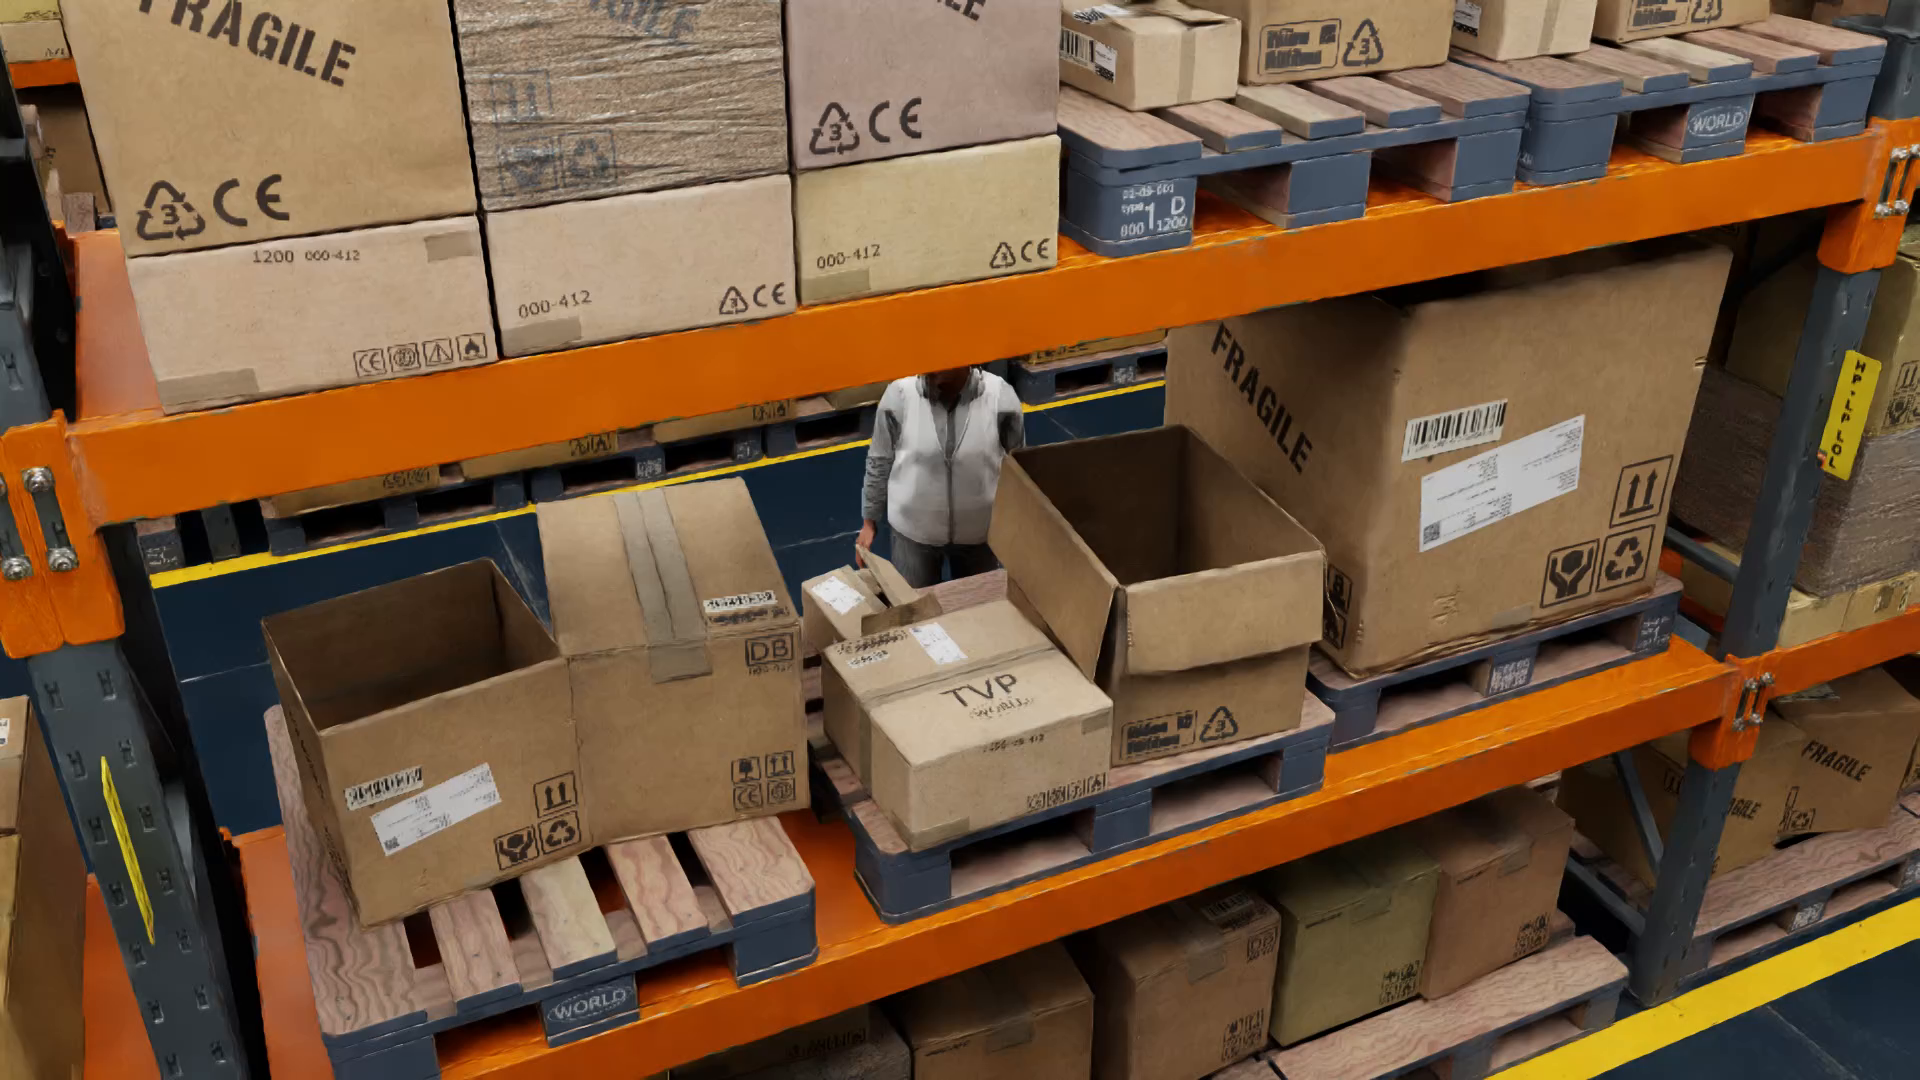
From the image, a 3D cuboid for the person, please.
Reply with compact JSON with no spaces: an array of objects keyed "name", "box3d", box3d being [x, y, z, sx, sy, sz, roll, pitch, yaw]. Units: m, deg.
[{"name":"person","box3d":[-0.063,-0.031,6.108,0.645,1.770,0.584,-3,29,-6]}]
